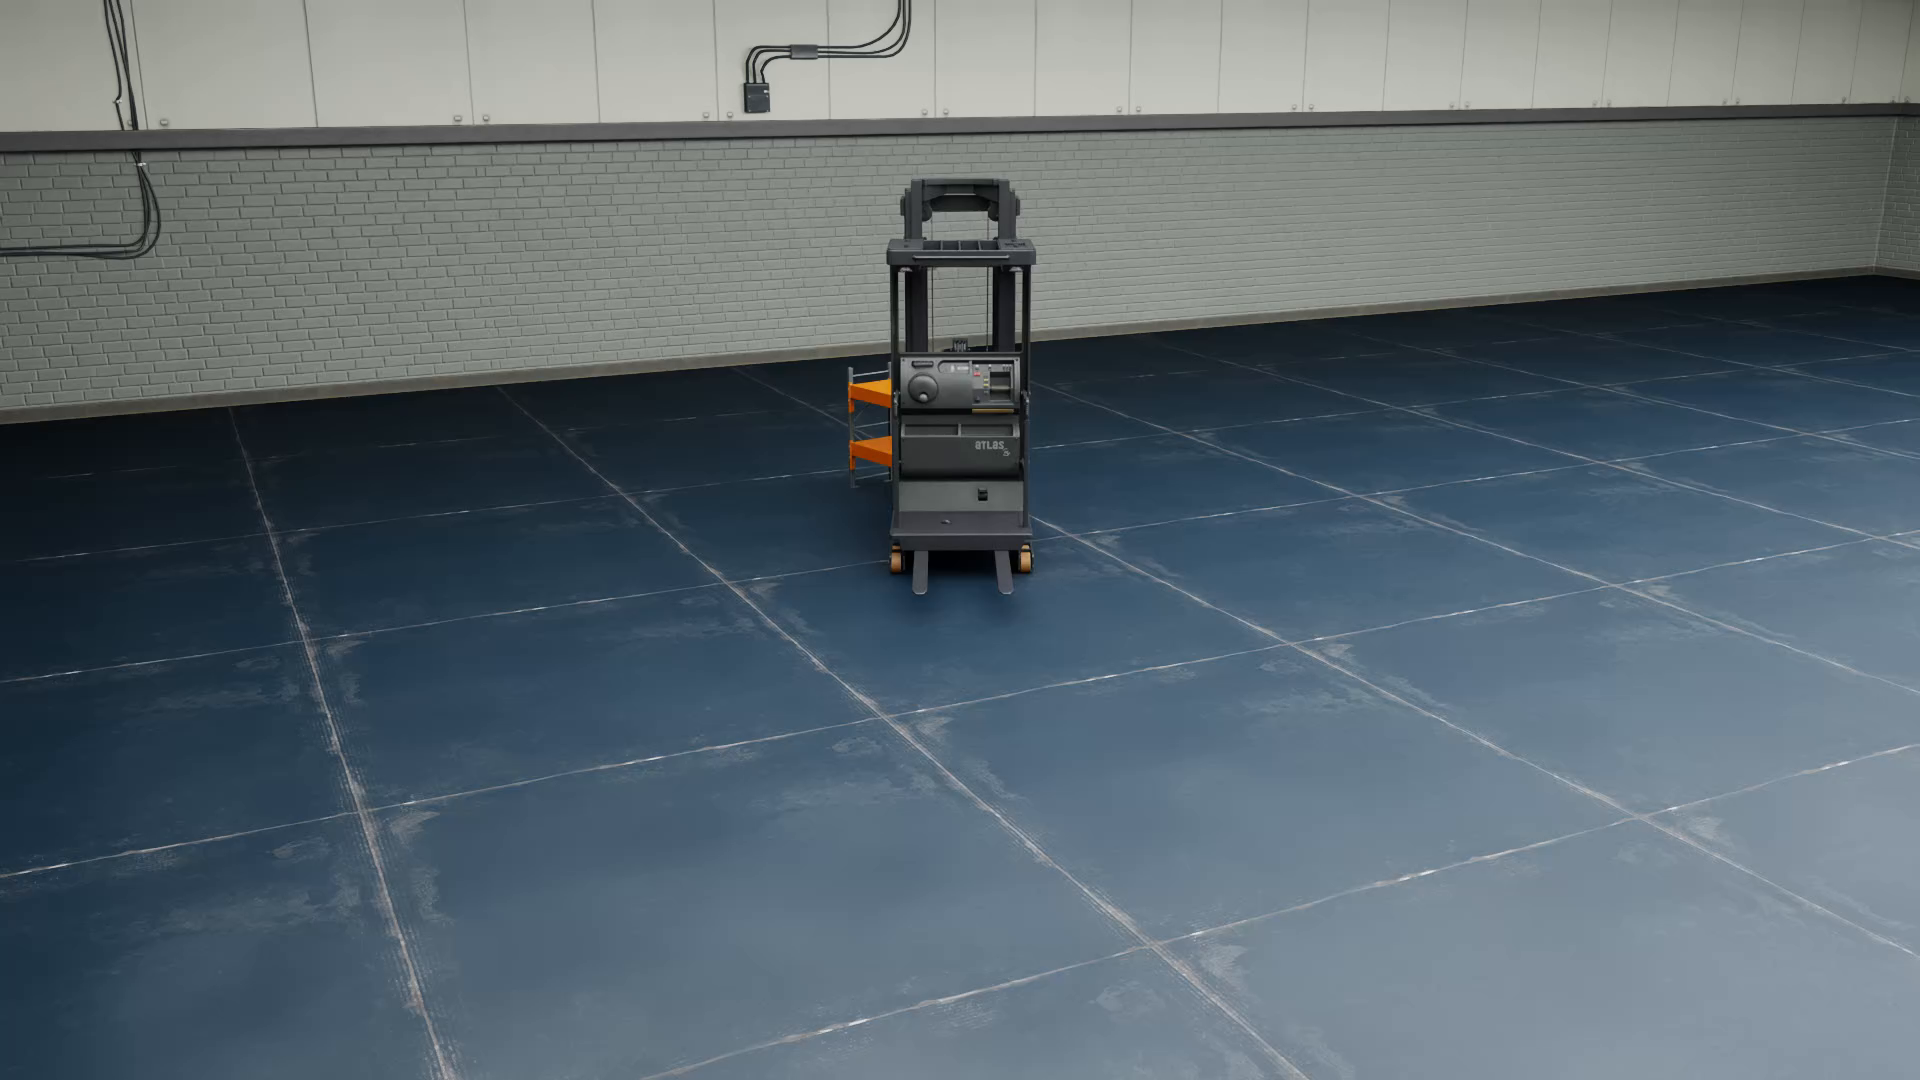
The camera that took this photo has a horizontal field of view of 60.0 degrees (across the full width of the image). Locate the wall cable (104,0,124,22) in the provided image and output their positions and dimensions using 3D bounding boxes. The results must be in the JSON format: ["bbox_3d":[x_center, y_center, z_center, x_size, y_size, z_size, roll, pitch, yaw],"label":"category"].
[{"bbox_3d":[-7.753,-6.877,17.873,3.097,2.526,0.112,-8,18,-25],"label":"wall cable"}]

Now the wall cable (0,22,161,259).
[{"bbox_3d":[-10.185,-4.122,17.431,3.097,2.526,0.112,-8,18,-25],"label":"wall cable"}]

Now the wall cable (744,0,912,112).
[{"bbox_3d":[-1.644,-8.393,20.517,2.305,6.003,0.169,-8,18,-25],"label":"wall cable"}]

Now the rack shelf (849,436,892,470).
[{"bbox_3d":[-0.505,-0.722,15.114,0.538,0.278,1.000,-13,20,-37],"label":"rack shelf"}]

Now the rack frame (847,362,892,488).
[{"bbox_3d":[-0.824,-1.066,15.427,0.500,1.125,0.032,-13,20,-37],"label":"rack frame"}]

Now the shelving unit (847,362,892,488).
[{"bbox_3d":[-0.505,-0.957,15.047,0.538,1.125,1.048,-13,20,-37],"label":"shelving unit"}]

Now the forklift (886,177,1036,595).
[{"bbox_3d":[0.006,-1.236,12.745,1.130,2.935,3.031,0,16,-1],"label":"forklift"}]

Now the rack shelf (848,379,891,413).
[{"bbox_3d":[-0.505,-1.238,14.966,0.538,0.278,1.000,-13,20,-37],"label":"rack shelf"}]
